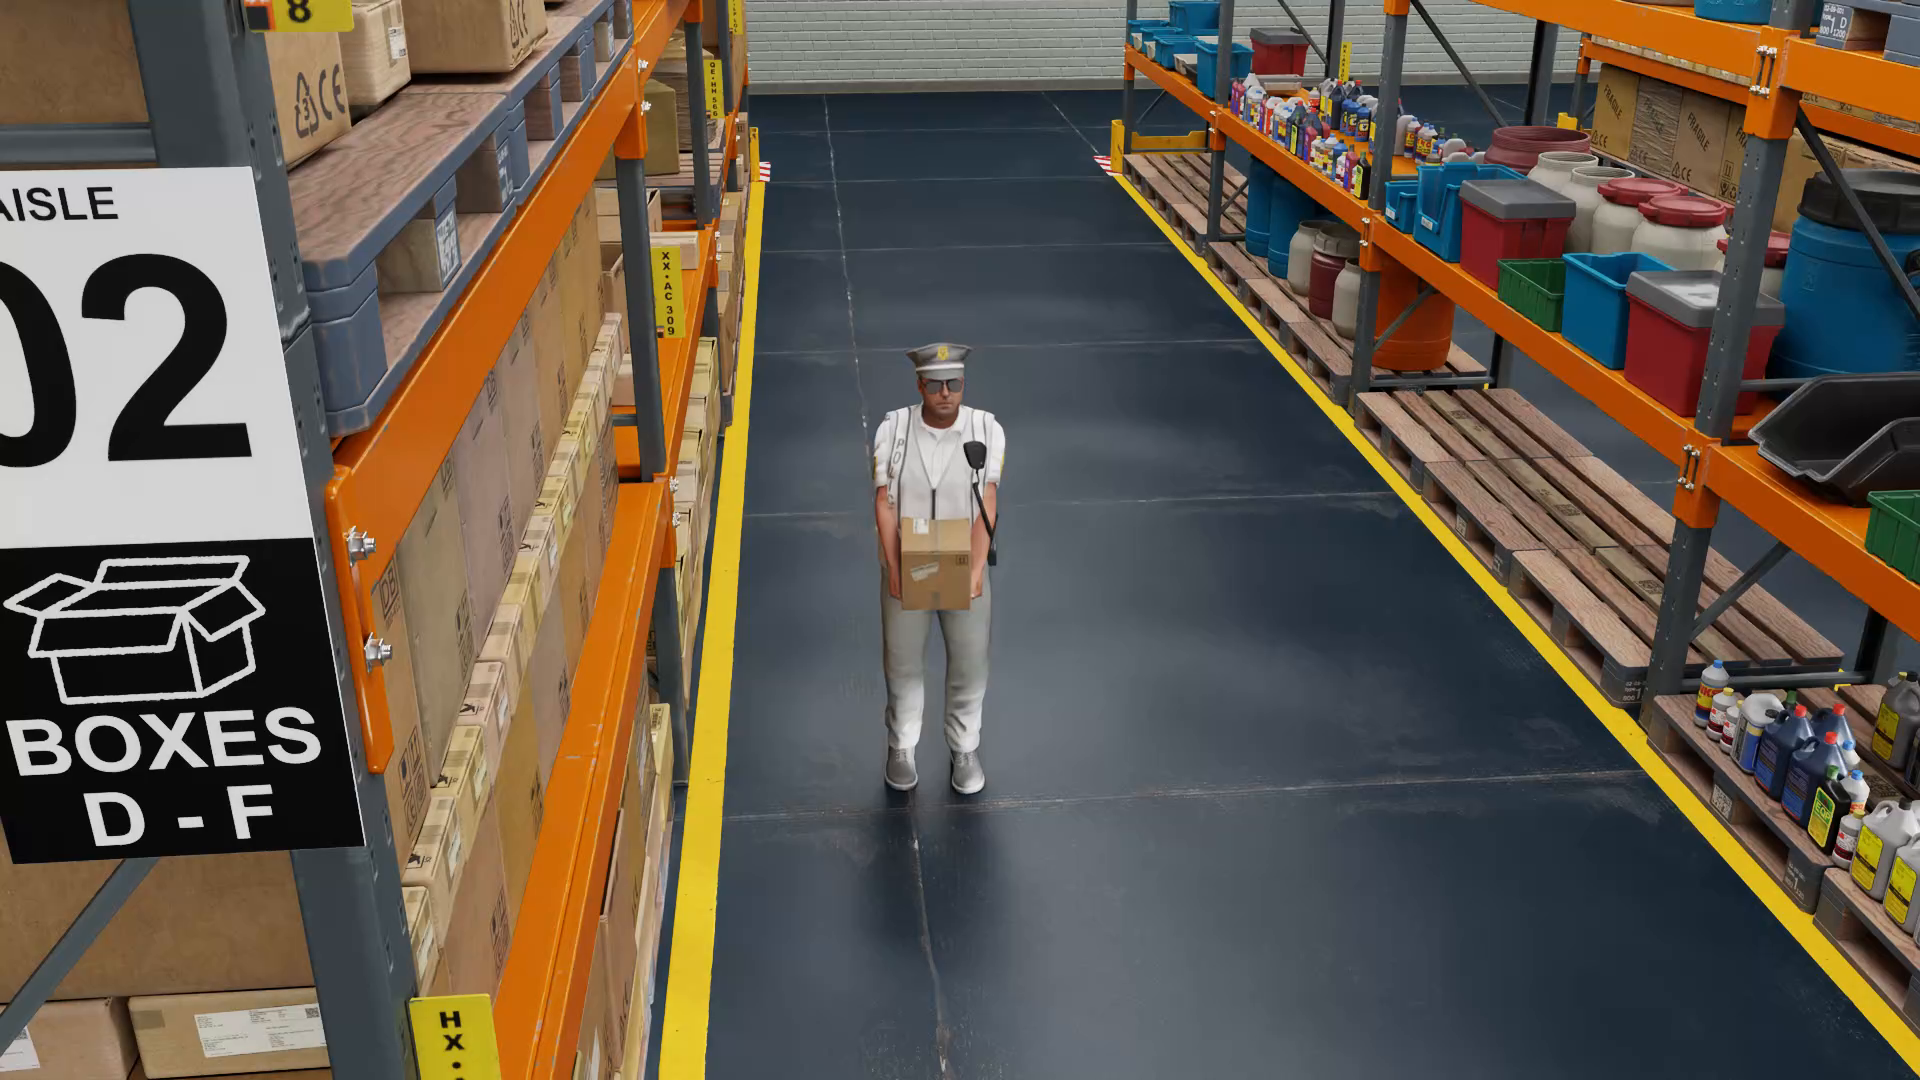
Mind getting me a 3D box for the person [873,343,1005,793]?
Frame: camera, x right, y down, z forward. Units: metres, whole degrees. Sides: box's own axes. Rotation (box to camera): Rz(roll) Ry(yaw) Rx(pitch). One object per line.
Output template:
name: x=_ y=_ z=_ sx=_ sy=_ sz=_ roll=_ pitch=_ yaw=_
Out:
person: x=-0.077 y=0.130 z=6.281 sx=0.494 sy=1.763 sz=0.556 roll=0 pitch=24 yaw=-1
